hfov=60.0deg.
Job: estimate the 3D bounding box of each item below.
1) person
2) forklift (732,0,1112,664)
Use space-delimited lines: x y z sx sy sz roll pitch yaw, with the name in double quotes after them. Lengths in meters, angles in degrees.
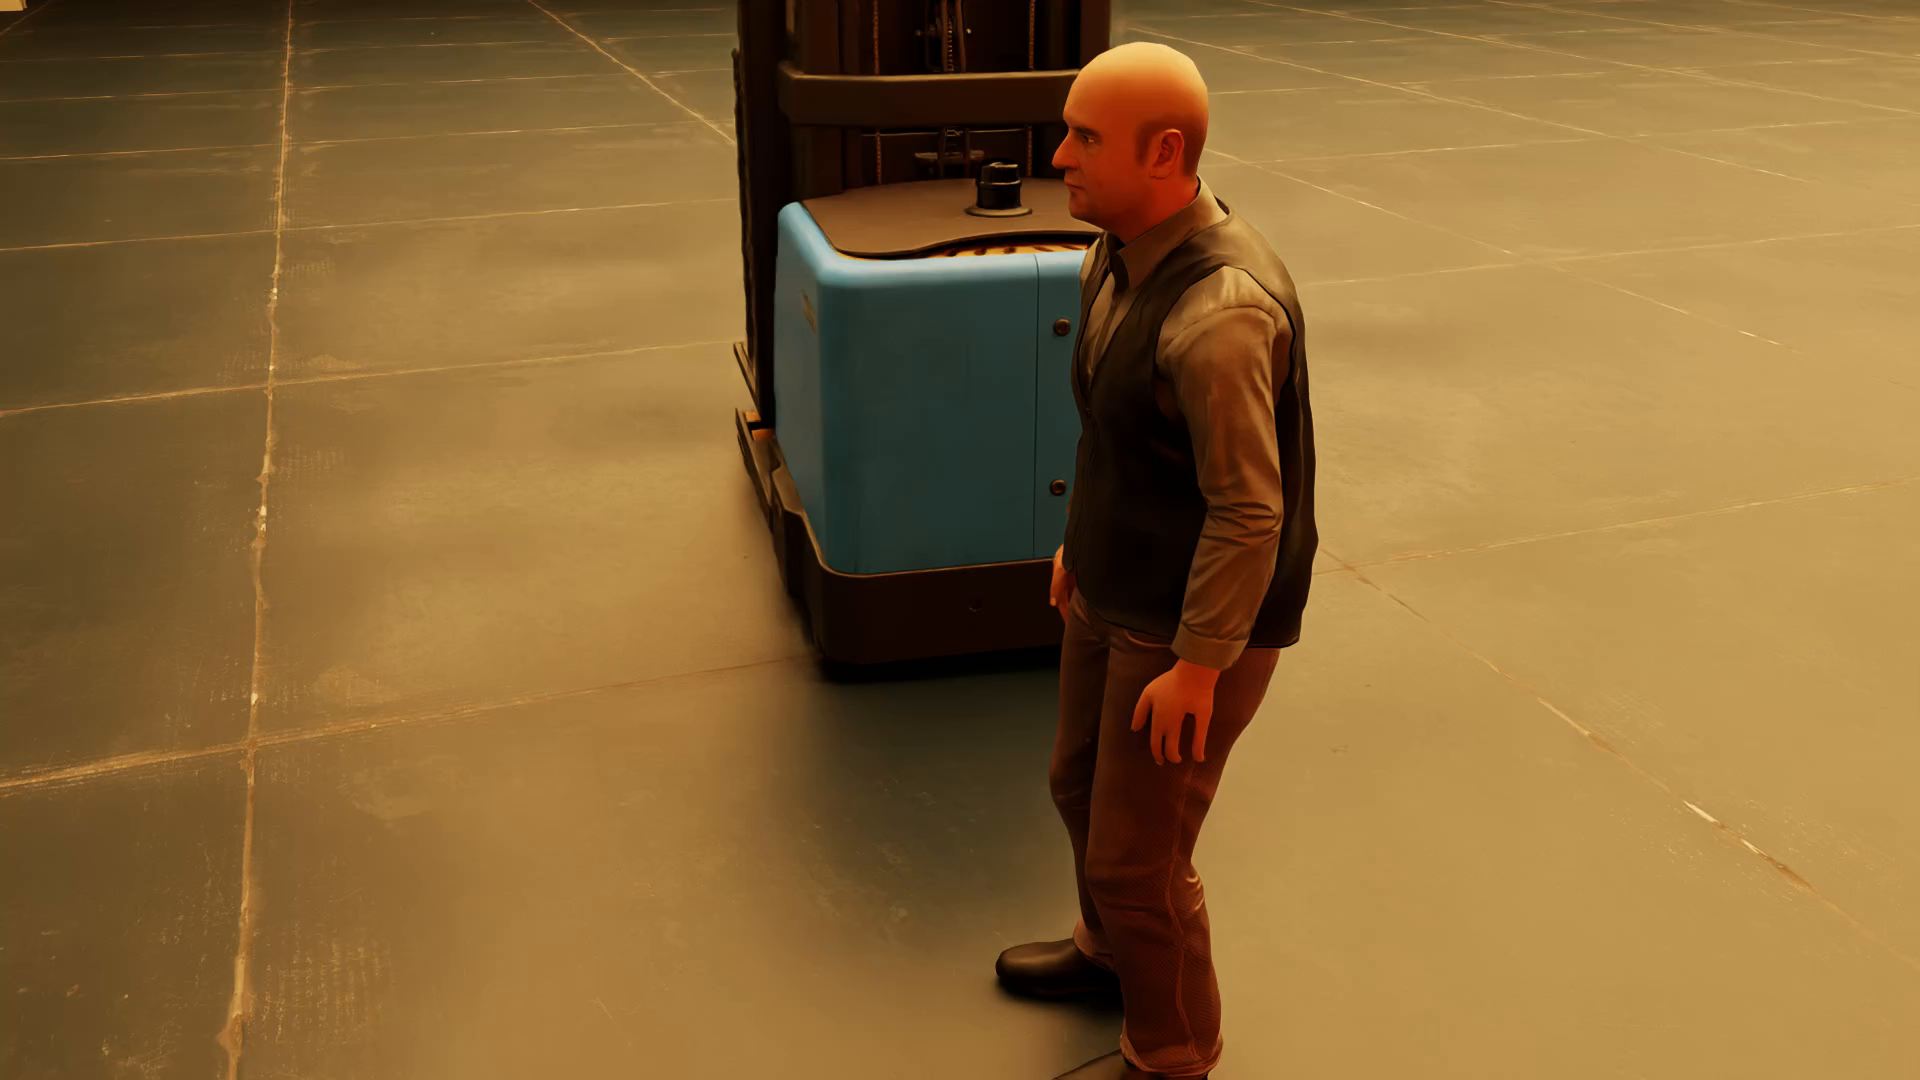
0.316 0.112 2.593 0.415 1.721 0.596 -4 23 -10 "person"
-0.156 -1.583 5.064 1.130 2.935 3.031 -5 23 -12 "forklift"
